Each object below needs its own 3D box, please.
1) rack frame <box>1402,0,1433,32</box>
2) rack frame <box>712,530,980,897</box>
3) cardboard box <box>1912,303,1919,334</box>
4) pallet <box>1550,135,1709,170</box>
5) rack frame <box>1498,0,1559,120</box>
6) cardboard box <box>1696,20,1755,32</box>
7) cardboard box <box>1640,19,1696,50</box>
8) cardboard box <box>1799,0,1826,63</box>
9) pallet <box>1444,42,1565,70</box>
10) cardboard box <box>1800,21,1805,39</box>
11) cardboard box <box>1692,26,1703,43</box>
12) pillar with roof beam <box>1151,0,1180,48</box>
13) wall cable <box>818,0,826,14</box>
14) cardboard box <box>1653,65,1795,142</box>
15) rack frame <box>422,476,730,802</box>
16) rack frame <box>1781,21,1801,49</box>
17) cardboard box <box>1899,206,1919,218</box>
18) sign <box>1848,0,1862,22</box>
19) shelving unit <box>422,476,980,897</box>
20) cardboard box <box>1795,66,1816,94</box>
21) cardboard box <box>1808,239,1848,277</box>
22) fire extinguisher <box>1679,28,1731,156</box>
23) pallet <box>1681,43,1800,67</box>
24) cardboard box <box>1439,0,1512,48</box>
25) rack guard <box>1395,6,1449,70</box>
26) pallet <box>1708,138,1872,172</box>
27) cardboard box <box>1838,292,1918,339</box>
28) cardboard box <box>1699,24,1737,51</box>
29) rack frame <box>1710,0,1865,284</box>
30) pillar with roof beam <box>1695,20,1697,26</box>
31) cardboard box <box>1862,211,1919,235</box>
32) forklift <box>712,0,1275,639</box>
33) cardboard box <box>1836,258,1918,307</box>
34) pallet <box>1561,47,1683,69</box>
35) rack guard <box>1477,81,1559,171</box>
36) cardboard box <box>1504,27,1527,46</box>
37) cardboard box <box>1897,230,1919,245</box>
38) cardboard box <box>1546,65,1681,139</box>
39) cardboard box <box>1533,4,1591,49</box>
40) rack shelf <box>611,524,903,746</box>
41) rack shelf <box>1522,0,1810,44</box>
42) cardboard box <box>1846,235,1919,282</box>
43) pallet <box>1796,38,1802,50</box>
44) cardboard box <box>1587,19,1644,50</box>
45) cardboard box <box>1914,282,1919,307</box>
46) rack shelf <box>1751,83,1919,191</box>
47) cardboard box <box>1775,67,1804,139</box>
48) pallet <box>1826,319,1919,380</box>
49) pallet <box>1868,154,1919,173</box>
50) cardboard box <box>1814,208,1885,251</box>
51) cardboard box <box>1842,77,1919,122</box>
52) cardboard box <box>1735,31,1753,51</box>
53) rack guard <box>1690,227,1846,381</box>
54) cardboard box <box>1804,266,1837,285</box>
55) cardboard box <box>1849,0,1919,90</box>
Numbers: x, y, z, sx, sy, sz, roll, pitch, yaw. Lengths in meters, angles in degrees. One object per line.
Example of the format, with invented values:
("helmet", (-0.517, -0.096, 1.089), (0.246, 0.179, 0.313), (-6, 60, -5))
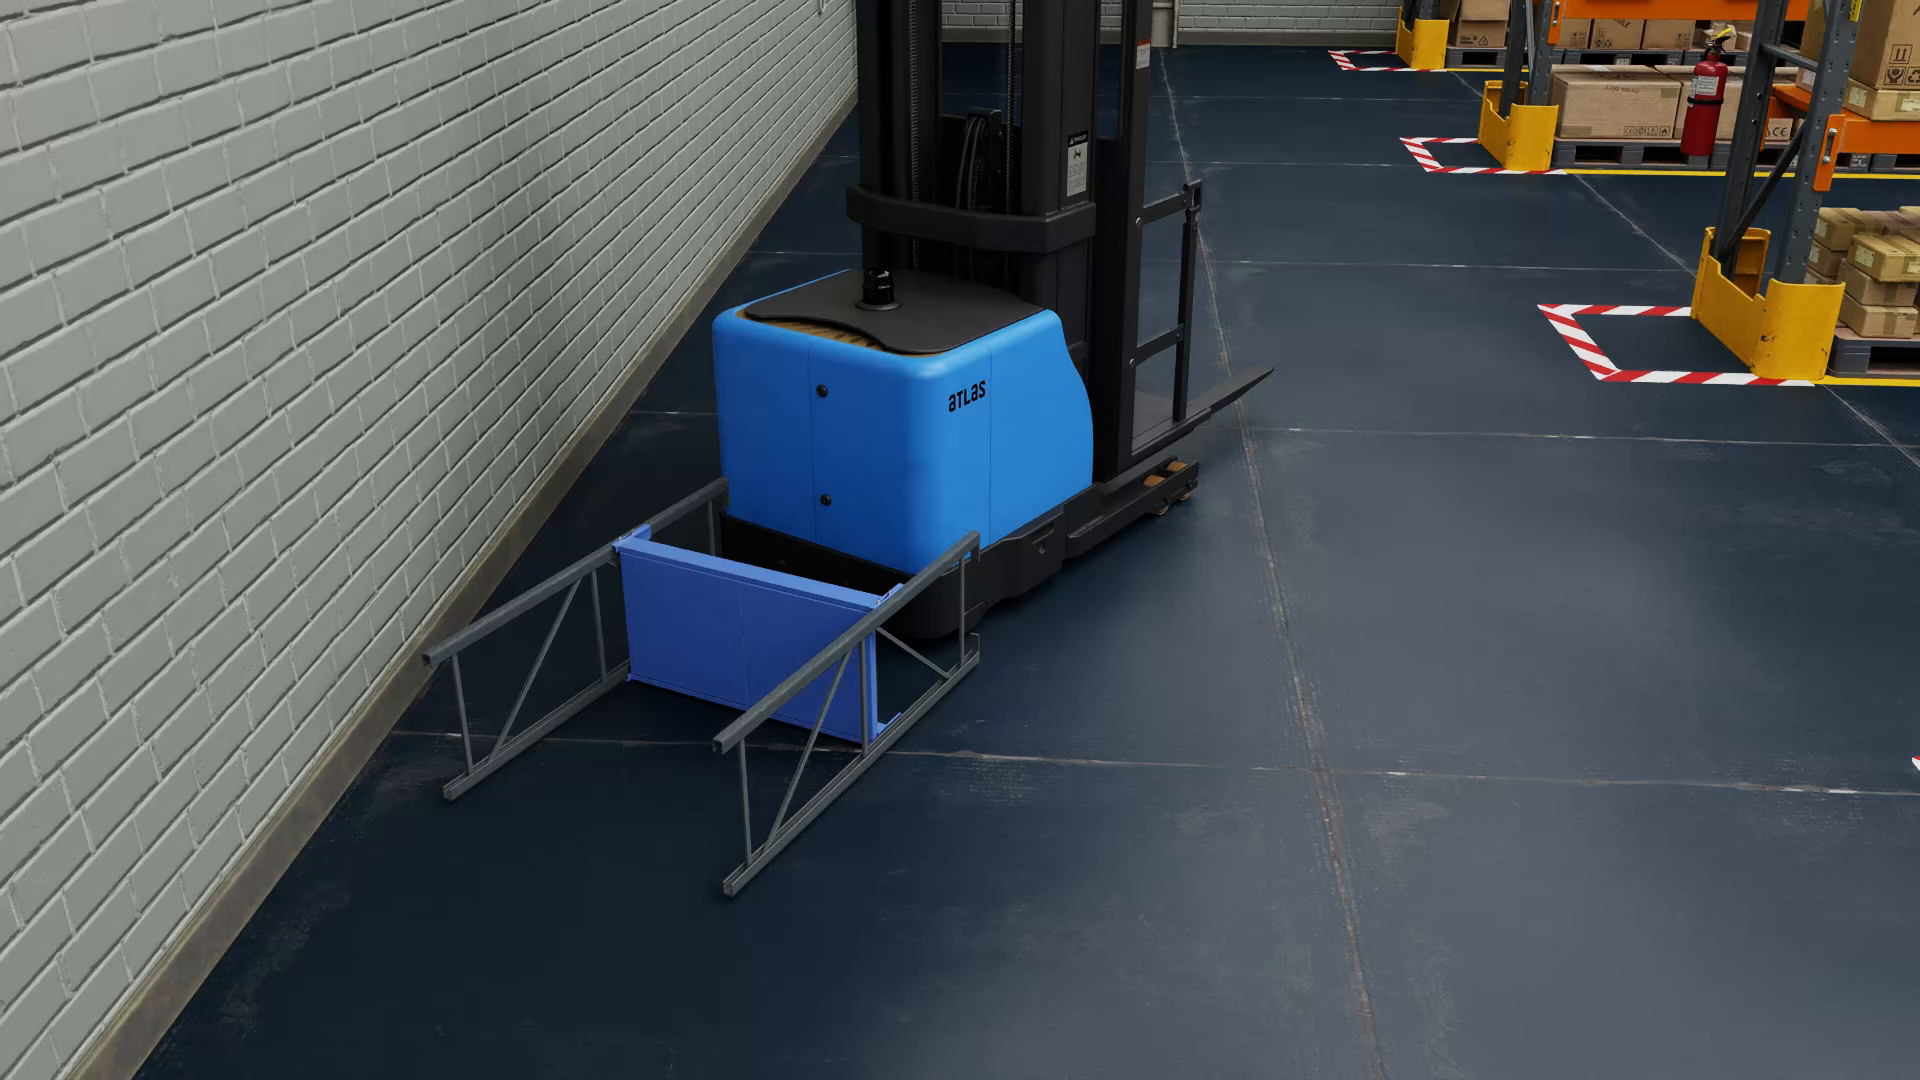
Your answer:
("rack frame", (4.902, -6.565, 17.430), (0.127, 3.000, 1.000), (2, 25, 4))
("rack frame", (-0.293, 0.474, 5.075), (0.032, 0.500, 1.500), (12, 27, 25))
("cardboard box", (5.013, -1.201, 8.681), (0.250, 0.149, 0.380), (2, 25, 4))
("pallet", (5.329, -3.237, 13.532), (1.213, 0.211, 1.003), (2, 25, 4))
("rack frame", (4.526, -4.496, 12.934), (0.127, 3.000, 1.000), (2, 25, 4))
("cardboard box", (8.250, -5.526, 17.886), (0.500, 0.311, 0.500), (3, 25, 6))
("cardboard box", (7.389, -5.485, 17.569), (0.500, 0.500, 0.700), (1, 25, 2))
("cardboard box", (4.716, -2.704, 8.562), (0.500, 0.500, 0.500), (2, 25, 5))
("pallet", (5.773, -5.271, 17.953), (1.213, 0.211, 1.003), (2, 25, 4))
("cardboard box", (9.403, -5.600, 17.820), (0.500, 0.500, 0.500), (2, 25, 4))
("cardboard box", (7.818, -5.467, 17.950), (0.250, 0.149, 0.380), (2, 25, 3))
("pillar with roof beam", (1.953, -7.958, 13.280), (0.400, 9.000, 9.100), (2, 25, 4))
("wall cable", (-1.098, -5.143, 13.086), (0.123, 1.953, 0.585), (2, 25, 4))
("cardboard box", (6.105, -3.518, 13.370), (0.875, 0.438, 0.875), (2, 25, 5))
("rack frame", (-1.195, 0.278, 5.501), (0.032, 0.500, 1.500), (12, 27, 25))
("rack frame", (8.891, -6.437, 17.152), (0.127, 3.000, 1.000), (2, 25, 4))
("cardboard box", (5.309, -1.697, 9.047), (0.250, 0.149, 0.380), (1, 25, 3))
("sign", (4.206, -2.597, 7.770), (0.005, 0.325, 0.100), (2, 25, 4))
("shelving unit", (-0.744, 0.376, 5.288), (1.048, 0.538, 1.500), (12, 27, 25))
("cardboard box", (4.595, -2.423, 8.729), (0.250, 0.149, 0.380), (2, 25, 4))
("cardboard box", (4.796, -1.563, 9.111), (0.250, 0.149, 0.380), (1, 25, 3))
("fire extinguisher", (4.032, -2.426, 8.973), (0.183, 0.674, 0.296), (2, 25, 4))
("pallet", (8.206, -5.193, 17.783), (1.213, 0.211, 1.003), (2, 25, 4))
("cardboard box", (5.505, -5.563, 17.735), (0.637, 0.503, 0.797), (1, 25, 2))
("rack guard", (4.978, -5.427, 17.947), (0.348, 0.500, 1.175), (2, 25, 4))
("pallet", (6.542, -3.197, 13.444), (1.213, 0.211, 1.003), (2, 25, 4))
("cardboard box", (4.746, -1.176, 8.625), (0.250, 0.149, 0.380), (2, 25, 5))
("cardboard box", (7.957, -5.293, 17.433), (0.258, 0.266, 0.396), (3, 25, 6))
("rack frame", (4.248, -2.430, 8.443), (0.127, 3.000, 1.000), (2, 25, 4))
("pillar with roof beam", (7.936, -7.766, 12.863), (0.400, 9.000, 9.100), (2, 25, 4))
("cardboard box", (5.041, -1.653, 8.950), (0.250, 0.149, 0.380), (2, 25, 5))
("forklift", (0.366, -1.542, 6.595), (1.130, 2.935, 3.031), (17, 30, 32))
("cardboard box", (4.751, -1.337, 8.620), (0.250, 0.149, 0.380), (3, 25, 6))
("pallet", (6.986, -5.231, 17.866), (1.213, 0.211, 1.003), (2, 25, 4))
("rack guard", (4.502, -3.362, 13.458), (0.348, 0.500, 1.175), (2, 25, 4))
("cardboard box", (5.926, -5.372, 17.745), (0.250, 0.149, 0.380), (1, 25, 2))
("cardboard box", (5.028, -1.479, 8.572), (0.250, 0.149, 0.380), (2, 25, 5))
("cardboard box", (5.192, -3.544, 13.426), (0.875, 0.438, 0.875), (1, 25, 2))
("cardboard box", (6.354, -5.518, 17.641), (0.500, 0.500, 0.700), (3, 25, 6))
("rack shelf", (-0.661, 0.310, 5.433), (1.000, 0.538, 0.185), (12, 27, 25))
("rack shelf", (6.520, -4.106, 12.945), (4.000, 0.370, 1.077), (2, 25, 4))
("cardboard box", (4.744, -1.438, 8.482), (0.250, 0.149, 0.380), (1, 25, 2))
("pallet", (9.704, -5.160, 17.712), (1.213, 0.211, 1.003), (2, 25, 4))
("cardboard box", (6.874, -5.459, 17.514), (0.500, 0.500, 0.500), (2, 25, 5))
("cardboard box", (5.019, -1.305, 8.550), (0.250, 0.149, 0.380), (2, 25, 4))
("rack shelf", (6.242, -2.039, 8.454), (4.000, 0.370, 1.077), (2, 25, 4))
("cardboard box", (7.004, -3.489, 13.306), (0.875, 0.438, 0.875), (1, 25, 2))
("pallet", (5.131, -1.120, 8.932), (1.213, 0.211, 1.003), (2, 25, 4))
("pallet", (7.762, -3.159, 13.362), (1.213, 0.211, 1.003), (2, 25, 4))
("cardboard box", (4.795, -1.685, 9.019), (0.250, 0.149, 0.380), (2, 25, 5))
("cardboard box", (4.546, -2.169, 8.176), (0.250, 0.149, 0.380), (2, 25, 4))
("cardboard box", (8.313, -5.228, 17.432), (0.250, 0.149, 0.380), (1, 25, 2))
("rack guard", (4.324, -1.292, 8.960), (0.348, 0.500, 1.175), (2, 25, 4))
("cardboard box", (4.789, -1.396, 9.103), (0.250, 0.149, 0.380), (2, 25, 5))
("cardboard box", (4.674, -2.481, 8.078), (0.500, 0.500, 0.500), (3, 25, 6))
